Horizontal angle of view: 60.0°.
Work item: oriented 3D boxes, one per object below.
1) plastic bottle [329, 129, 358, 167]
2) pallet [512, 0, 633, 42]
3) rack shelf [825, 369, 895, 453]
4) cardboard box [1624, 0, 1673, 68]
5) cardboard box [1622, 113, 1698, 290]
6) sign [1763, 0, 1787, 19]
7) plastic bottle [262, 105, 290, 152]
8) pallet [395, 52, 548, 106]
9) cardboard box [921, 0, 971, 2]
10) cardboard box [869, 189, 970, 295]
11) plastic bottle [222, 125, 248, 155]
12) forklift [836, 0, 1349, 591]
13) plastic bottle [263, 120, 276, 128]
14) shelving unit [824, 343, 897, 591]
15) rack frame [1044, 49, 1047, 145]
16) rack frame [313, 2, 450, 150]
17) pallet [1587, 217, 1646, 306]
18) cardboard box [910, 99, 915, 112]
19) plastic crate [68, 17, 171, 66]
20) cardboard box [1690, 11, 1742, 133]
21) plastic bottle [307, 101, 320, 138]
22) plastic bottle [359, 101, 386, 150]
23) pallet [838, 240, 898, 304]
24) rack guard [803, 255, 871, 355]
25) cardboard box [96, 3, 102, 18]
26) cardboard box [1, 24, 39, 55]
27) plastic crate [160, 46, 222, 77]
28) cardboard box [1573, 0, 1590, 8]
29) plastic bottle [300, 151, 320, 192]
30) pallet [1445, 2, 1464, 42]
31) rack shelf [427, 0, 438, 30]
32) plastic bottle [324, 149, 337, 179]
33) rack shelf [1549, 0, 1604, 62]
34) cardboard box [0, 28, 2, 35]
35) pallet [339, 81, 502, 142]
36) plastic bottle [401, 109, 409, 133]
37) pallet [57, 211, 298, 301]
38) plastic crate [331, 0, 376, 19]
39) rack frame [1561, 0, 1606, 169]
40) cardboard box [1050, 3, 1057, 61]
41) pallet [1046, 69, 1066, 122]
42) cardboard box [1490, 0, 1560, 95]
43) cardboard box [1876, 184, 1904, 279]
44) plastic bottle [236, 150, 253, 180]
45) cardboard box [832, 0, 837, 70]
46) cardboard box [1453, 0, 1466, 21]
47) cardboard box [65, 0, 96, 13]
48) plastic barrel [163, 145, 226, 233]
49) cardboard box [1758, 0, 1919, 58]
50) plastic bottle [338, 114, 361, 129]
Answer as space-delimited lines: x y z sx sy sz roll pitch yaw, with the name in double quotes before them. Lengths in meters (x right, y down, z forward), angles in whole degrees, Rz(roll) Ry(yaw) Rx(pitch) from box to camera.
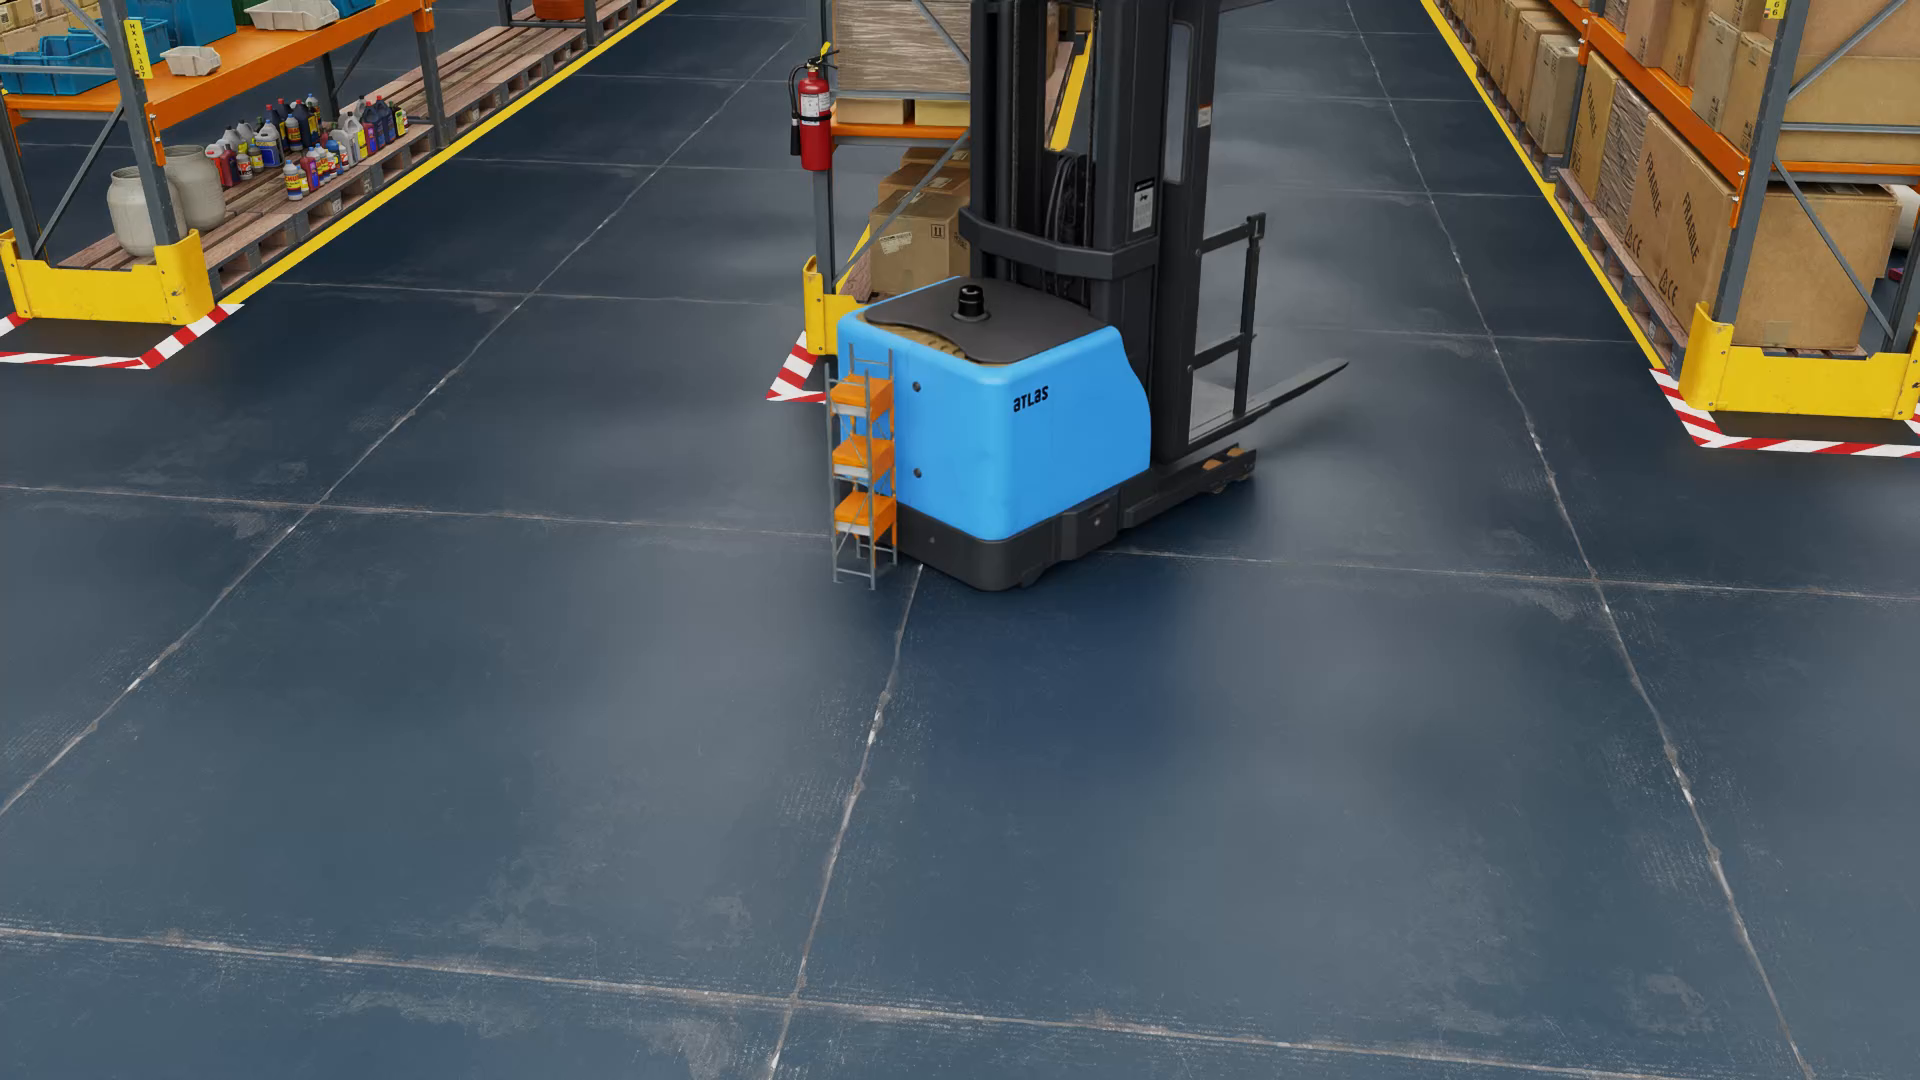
"plastic bottle" -4.626 -2.951 12.473 0.152 0.276 0.135 4 29 7
"pallet" -4.201 -5.624 17.966 1.003 0.211 1.213 3 28 6
"rack shelf" -0.424 -0.549 7.087 0.215 0.259 0.240 10 30 19
"cardboard box" 4.818 -3.355 10.658 0.875 0.550 0.550 3 28 6
"cardboard box" 4.712 -2.075 10.237 0.875 0.875 0.875 3 28 5
"sign" 4.052 -2.741 8.204 0.100 0.325 0.005 3 28 6
"plastic bottle" -5.280 -3.178 12.815 0.144 0.351 0.185 2 28 4
"pallet" -4.542 -4.315 15.537 1.003 0.211 1.213 3 28 6
"cardboard box" 0.017 -3.283 9.207 0.500 0.500 0.500 3 28 6
"cardboard box" -0.228 -1.802 10.124 0.500 0.500 0.500 9 30 16
"plastic bottle" -5.355 -2.890 12.281 0.144 0.351 0.185 5 29 8
"forklift" 0.831 -1.671 7.762 1.130 2.935 3.031 25 37 38
"plastic bottle" -5.261 -3.071 12.701 0.097 0.271 0.097 0 28 0
"shelving unit" -0.424 -0.309 7.216 0.215 1.050 0.252 10 30 19
"rack frame" 0.169 -4.307 12.582 1.000 3.000 0.127 3 28 6
"rack frame" -4.747 -4.595 13.117 1.000 3.000 0.127 3 28 6
"pallet" 4.761 -1.814 10.895 1.003 0.211 1.213 3 28 6
"cardboard box" -0.460 -2.578 9.637 0.380 0.149 0.250 3 28 6
"plastic crate" -5.387 -3.205 10.693 0.499 0.251 0.408 3 28 6
"cardboard box" 4.635 -2.592 9.240 0.875 0.550 0.550 3 28 6
"plastic bottle" -5.127 -3.309 13.129 0.061 0.283 0.133 3 28 6
"plastic bottle" -4.563 -3.212 12.879 0.144 0.351 0.185 2 28 4
"pallet" -0.177 -1.613 10.521 1.003 0.211 1.213 3 28 6
"rack guard" -0.312 -1.360 9.747 1.175 0.500 0.348 3 28 6
"cardboard box" -8.994 -5.480 17.216 0.500 0.250 0.500 4 29 7
"cardboard box" -9.179 -4.758 15.876 0.500 0.250 0.500 4 29 7
"plastic crate" -4.808 -2.999 10.431 0.298 0.136 0.250 3 28 6
"cardboard box" 4.878 -4.277 12.420 0.500 0.500 0.500 3 28 6
"plastic bottle" -4.659 -2.651 11.908 0.061 0.283 0.133 4 29 7
"pallet" 5.819 -5.567 17.861 1.003 0.211 1.213 3 28 6
"rack shelf" -4.502 -5.220 15.035 1.077 0.370 4.000 3 28 6
"plastic bottle" -4.639 -2.764 12.205 0.097 0.201 0.097 0 28 0
"rack shelf" 5.324 -4.596 13.877 1.077 0.370 4.000 3 28 6
"cardboard box" -9.236 -4.765 15.297 0.500 0.311 0.500 2 28 5
"pallet" -4.689 -3.739 14.468 1.003 0.211 1.213 3 28 6
"plastic bottle" -4.482 -3.368 13.325 0.097 0.201 0.097 0 28 0
"pallet" -5.169 -1.905 11.064 1.003 0.211 1.213 3 28 6
"plastic crate" -4.613 -3.993 12.156 0.499 0.251 0.616 3 28 6
"rack frame" 5.079 -3.971 11.959 1.000 3.000 0.127 3 28 6
"cardboard box" 0.542 -4.705 15.492 0.700 0.500 0.500 1 28 2
"pallet" 0.410 -4.022 14.993 1.003 0.211 1.213 3 28 6
"cardboard box" 5.302 -4.356 14.601 1.050 0.750 0.750 4 29 7
"cardboard box" 5.908 -2.082 11.084 0.500 0.500 0.500 8 29 15
"plastic bottle" -5.246 -2.748 12.174 0.097 0.201 0.097 0 28 0
"cardboard box" -0.284 -3.099 9.921 0.875 0.500 0.500 3 28 6
"cardboard box" 5.507 -5.758 17.467 0.500 0.500 0.500 2 28 4
"cardboard box" -9.049 -5.483 16.630 0.500 0.311 0.500 3 28 5
"plastic barrel" -5.171 -2.352 11.133 0.421 0.512 0.421 0 28 0
"cardboard box" 4.673 -2.802 8.492 0.875 0.550 0.550 3 28 6
"plastic bottle" -4.713 -3.176 12.891 0.152 0.276 0.135 3 28 6
